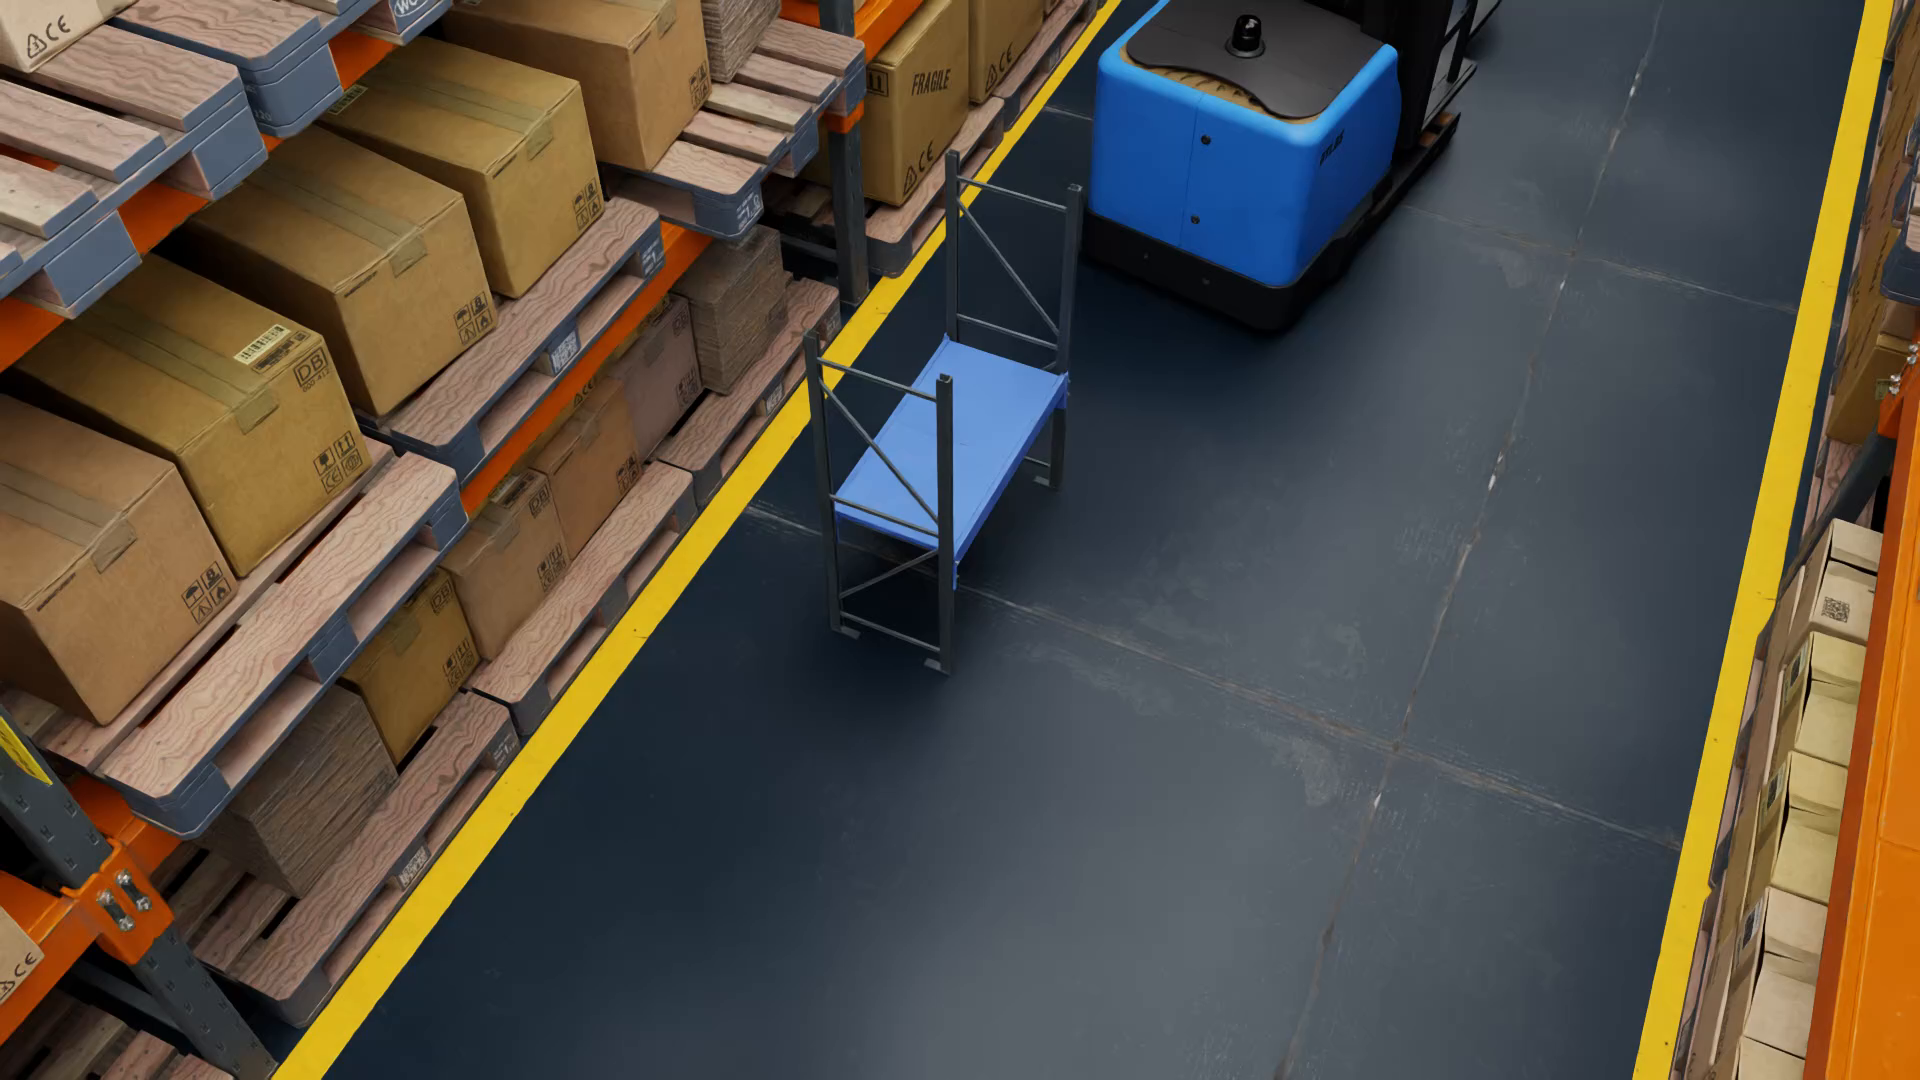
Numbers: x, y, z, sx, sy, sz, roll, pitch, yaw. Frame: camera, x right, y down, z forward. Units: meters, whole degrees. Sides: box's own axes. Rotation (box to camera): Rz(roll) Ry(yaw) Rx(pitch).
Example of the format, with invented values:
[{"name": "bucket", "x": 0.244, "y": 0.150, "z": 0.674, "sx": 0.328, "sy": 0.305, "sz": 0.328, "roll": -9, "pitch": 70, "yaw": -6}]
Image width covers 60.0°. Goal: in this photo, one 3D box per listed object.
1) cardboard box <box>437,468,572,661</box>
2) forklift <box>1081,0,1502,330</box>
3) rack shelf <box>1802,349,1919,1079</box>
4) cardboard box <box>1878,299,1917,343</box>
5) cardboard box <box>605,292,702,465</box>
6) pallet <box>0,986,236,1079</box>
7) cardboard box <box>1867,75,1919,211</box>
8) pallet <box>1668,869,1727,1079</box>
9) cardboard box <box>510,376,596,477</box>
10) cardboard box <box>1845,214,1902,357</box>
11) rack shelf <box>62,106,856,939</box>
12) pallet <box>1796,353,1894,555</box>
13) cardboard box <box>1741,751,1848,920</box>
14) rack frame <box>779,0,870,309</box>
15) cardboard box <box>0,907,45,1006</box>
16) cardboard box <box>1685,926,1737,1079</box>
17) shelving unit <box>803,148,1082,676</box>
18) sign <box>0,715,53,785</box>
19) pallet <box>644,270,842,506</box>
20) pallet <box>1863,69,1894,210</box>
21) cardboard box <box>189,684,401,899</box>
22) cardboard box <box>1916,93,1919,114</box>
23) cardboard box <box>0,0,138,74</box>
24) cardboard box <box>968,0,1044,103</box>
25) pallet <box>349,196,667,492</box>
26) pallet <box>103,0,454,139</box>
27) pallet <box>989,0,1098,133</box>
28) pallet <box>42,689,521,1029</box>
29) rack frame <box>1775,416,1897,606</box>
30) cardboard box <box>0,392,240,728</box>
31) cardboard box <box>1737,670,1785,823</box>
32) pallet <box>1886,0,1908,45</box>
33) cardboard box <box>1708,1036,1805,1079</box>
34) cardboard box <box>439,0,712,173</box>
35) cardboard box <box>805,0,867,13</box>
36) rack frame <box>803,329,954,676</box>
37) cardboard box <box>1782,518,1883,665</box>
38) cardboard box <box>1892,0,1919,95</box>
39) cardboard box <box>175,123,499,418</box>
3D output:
[{"name": "cardboard box", "x": -1.866, "y": -0.013, "z": 5.959, "sx": 0.700, "sy": 0.500, "sz": 0.500, "roll": 20, "pitch": 53, "yaw": 16}, {"name": "forklift", "x": 1.800, "y": -2.964, "z": 7.162, "sx": 1.130, "sy": 2.935, "sz": 3.031, "roll": 27, "pitch": 55, "yaw": 21}, {"name": "rack shelf", "x": 2.740, "y": 1.007, "z": 4.211, "sx": 1.077, "sy": 0.370, "sz": 4.000, "roll": 20, "pitch": 52, "yaw": 16}, {"name": "cardboard box", "x": 3.802, "y": -0.939, "z": 6.255, "sx": 0.500, "sy": 0.250, "sz": 0.500, "roll": 22, "pitch": 53, "yaw": 17}, {"name": "cardboard box", "x": -1.472, "y": -0.715, "z": 6.556, "sx": 0.700, "sy": 0.500, "sz": 0.500, "roll": 20, "pitch": 52, "yaw": 16}, {"name": "pallet", "x": -2.850, "y": 1.920, "z": 4.793, "sx": 1.003, "sy": 0.211, "sz": 1.213, "roll": 20, "pitch": 52, "yaw": 16}, {"name": "cardboard box", "x": 4.438, "y": -1.723, "z": 7.414, "sx": 0.500, "sy": 0.500, "sz": 0.500, "roll": 20, "pitch": 53, "yaw": 17}, {"name": "pallet", "x": 2.685, "y": 1.692, "z": 4.987, "sx": 1.003, "sy": 0.211, "sz": 1.213, "roll": 20, "pitch": 52, "yaw": 16}, {"name": "cardboard box", "x": -1.662, "y": -0.547, "z": 5.921, "sx": 0.500, "sy": 0.250, "sz": 0.500, "roll": 20, "pitch": 52, "yaw": 16}, {"name": "cardboard box", "x": 4.003, "y": -1.012, "z": 6.809, "sx": 0.500, "sy": 0.500, "sz": 0.500, "roll": 18, "pitch": 52, "yaw": 15}, {"name": "rack shelf", "x": -1.741, "y": -0.602, "z": 5.580, "sx": 1.077, "sy": 0.370, "sz": 4.000, "roll": 20, "pitch": 52, "yaw": 16}, {"name": "pallet", "x": 3.947, "y": -0.201, "z": 6.598, "sx": 1.003, "sy": 0.211, "sz": 1.213, "roll": 20, "pitch": 52, "yaw": 16}, {"name": "cardboard box", "x": 2.668, "y": 0.950, "z": 4.948, "sx": 0.500, "sy": 0.311, "sz": 0.500, "roll": 19, "pitch": 52, "yaw": 15}, {"name": "rack frame", "x": -0.886, "y": -2.212, "z": 6.478, "sx": 1.000, "sy": 3.000, "sz": 0.127, "roll": 20, "pitch": 52, "yaw": 16}, {"name": "cardboard box", "x": -2.524, "y": 1.009, "z": 3.822, "sx": 0.500, "sy": 0.250, "sz": 0.500, "roll": 20, "pitch": 52, "yaw": 16}, {"name": "cardboard box", "x": 2.455, "y": 1.477, "z": 4.869, "sx": 0.500, "sy": 0.250, "sz": 0.500, "roll": 21, "pitch": 53, "yaw": 17}, {"name": "shelving unit", "x": -0.036, "y": -0.427, "z": 5.944, "sx": 0.538, "sy": 1.500, "sz": 1.048, "roll": 20, "pitch": 52, "yaw": 16}, {"name": "sign", "x": -2.101, "y": 0.433, "z": 3.659, "sx": 0.100, "sy": 0.325, "sz": 0.005, "roll": 20, "pitch": 52, "yaw": 16}, {"name": "pallet", "x": -1.222, "y": -0.771, "z": 7.082, "sx": 1.003, "sy": 0.211, "sz": 1.213, "roll": 20, "pitch": 52, "yaw": 16}, {"name": "pallet", "x": 4.990, "y": -1.881, "z": 8.027, "sx": 1.003, "sy": 0.211, "sz": 1.213, "roll": 20, "pitch": 52, "yaw": 16}, {"name": "cardboard box", "x": -2.296, "y": 0.698, "z": 5.354, "sx": 0.700, "sy": 0.500, "sz": 0.500, "roll": 21, "pitch": 53, "yaw": 17}, {"name": "cardboard box", "x": 4.449, "y": -1.990, "z": 7.149, "sx": 0.500, "sy": 0.250, "sz": 0.500, "roll": 20, "pitch": 52, "yaw": 16}, {"name": "cardboard box", "x": -2.026, "y": -1.311, "z": 3.525, "sx": 0.500, "sy": 0.311, "sz": 0.500, "roll": 21, "pitch": 53, "yaw": 17}, {"name": "cardboard box", "x": -0.074, "y": -2.716, "z": 8.043, "sx": 0.750, "sy": 0.750, "sz": 0.750, "roll": 20, "pitch": 52, "yaw": 16}, {"name": "pallet", "x": -1.695, "y": -0.773, "z": 5.380, "sx": 1.003, "sy": 0.211, "sz": 1.213, "roll": 20, "pitch": 52, "yaw": 16}, {"name": "pallet", "x": -1.795, "y": -1.475, "z": 4.004, "sx": 1.213, "sy": 0.211, "sz": 1.003, "roll": 20, "pitch": 52, "yaw": 16}, {"name": "pallet", "x": 0.041, "y": -2.664, "z": 8.693, "sx": 1.003, "sy": 0.211, "sz": 1.213, "roll": 20, "pitch": 52, "yaw": 16}, {"name": "pallet", "x": -2.264, "y": 0.909, "z": 5.653, "sx": 1.003, "sy": 0.211, "sz": 1.213, "roll": 20, "pitch": 52, "yaw": 16}, {"name": "rack frame", "x": 3.594, "y": -0.603, "z": 5.109, "sx": 1.000, "sy": 3.000, "sz": 0.127, "roll": 20, "pitch": 52, "yaw": 16}, {"name": "cardboard box", "x": -2.347, "y": 0.028, "z": 4.217, "sx": 0.700, "sy": 0.500, "sz": 0.500, "roll": 20, "pitch": 52, "yaw": 16}, {"name": "cardboard box", "x": 2.891, "y": 0.764, "z": 5.475, "sx": 0.500, "sy": 0.250, "sz": 0.500, "roll": 18, "pitch": 52, "yaw": 15}, {"name": "pallet", "x": 5.597, "y": -2.926, "z": 8.917, "sx": 1.003, "sy": 0.211, "sz": 1.213, "roll": 20, "pitch": 52, "yaw": 16}, {"name": "cardboard box", "x": 2.231, "y": 1.649, "z": 4.354, "sx": 0.500, "sy": 0.311, "sz": 0.500, "roll": 20, "pitch": 52, "yaw": 16}, {"name": "cardboard box", "x": -1.292, "y": -1.666, "z": 5.659, "sx": 0.700, "sy": 0.500, "sz": 0.500, "roll": 15, "pitch": 51, "yaw": 13}, {"name": "cardboard box", "x": -0.536, "y": -2.288, "z": 6.695, "sx": 0.380, "sy": 0.149, "sz": 0.250, "roll": 19, "pitch": 52, "yaw": 16}, {"name": "rack frame", "x": -0.254, "y": -0.077, "z": 5.646, "sx": 0.500, "sy": 1.500, "sz": 0.032, "roll": 20, "pitch": 52, "yaw": 16}, {"name": "cardboard box", "x": 3.105, "y": 0.235, "z": 5.557, "sx": 0.500, "sy": 0.311, "sz": 0.500, "roll": 21, "pitch": 53, "yaw": 17}, {"name": "cardboard box", "x": 4.876, "y": -2.436, "z": 8.021, "sx": 0.500, "sy": 0.500, "sz": 0.500, "roll": 18, "pitch": 52, "yaw": 14}, {"name": "cardboard box", "x": -1.849, "y": -0.818, "z": 4.937, "sx": 0.700, "sy": 0.500, "sz": 0.500, "roll": 27, "pitch": 55, "yaw": 21}]
